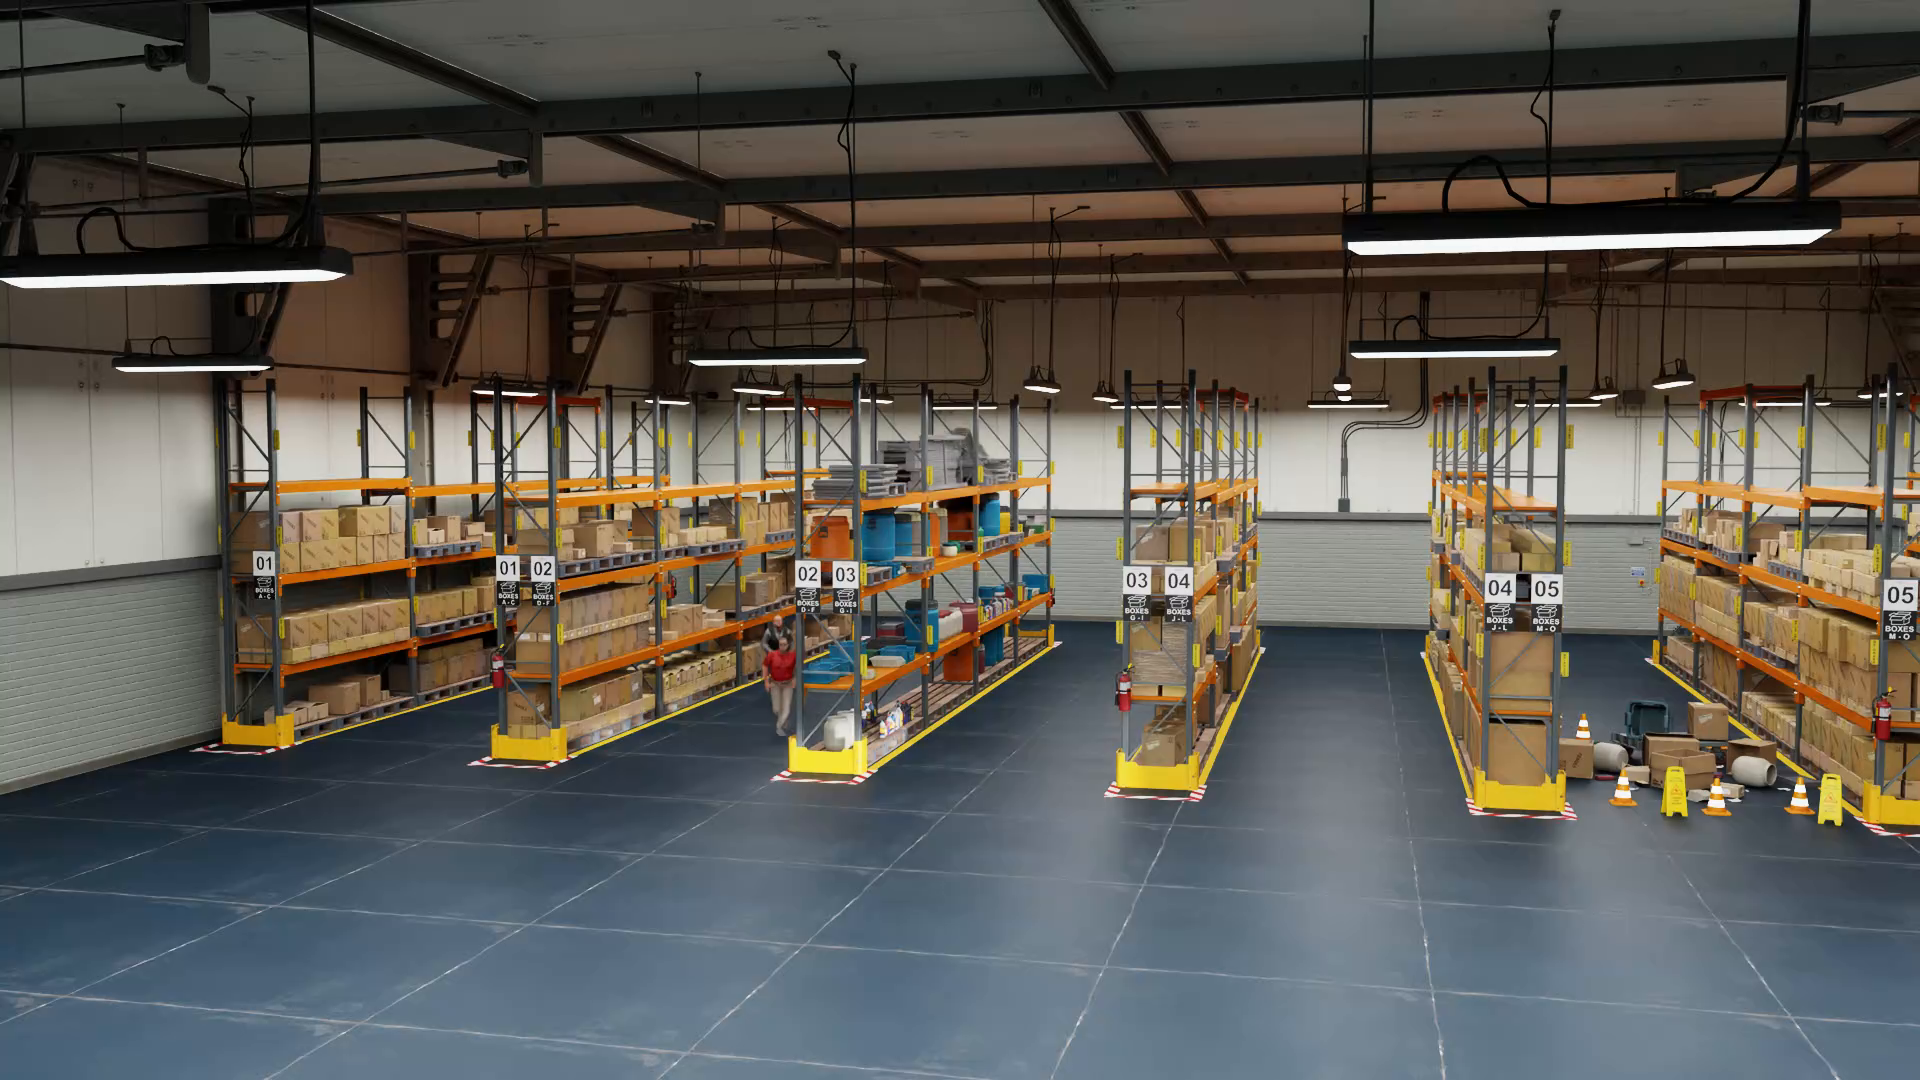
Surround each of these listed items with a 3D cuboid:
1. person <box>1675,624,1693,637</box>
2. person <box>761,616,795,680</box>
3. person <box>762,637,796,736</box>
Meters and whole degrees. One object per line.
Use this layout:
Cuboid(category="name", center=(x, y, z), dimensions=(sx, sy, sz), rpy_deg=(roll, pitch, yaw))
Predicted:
Cuboid(category="person", center=(16.740, 1.826, 38.237), dimensions=(0.642, 1.723, 0.691), rpy_deg=(2, 4, 24))
Cuboid(category="person", center=(-3.488, 2.262, 31.829), dimensions=(0.658, 1.677, 0.773), rpy_deg=(-1, 3, -9))
Cuboid(category="person", center=(-3.024, 2.475, 28.292), dimensions=(0.662, 1.675, 0.619), rpy_deg=(0, 3, -5))
